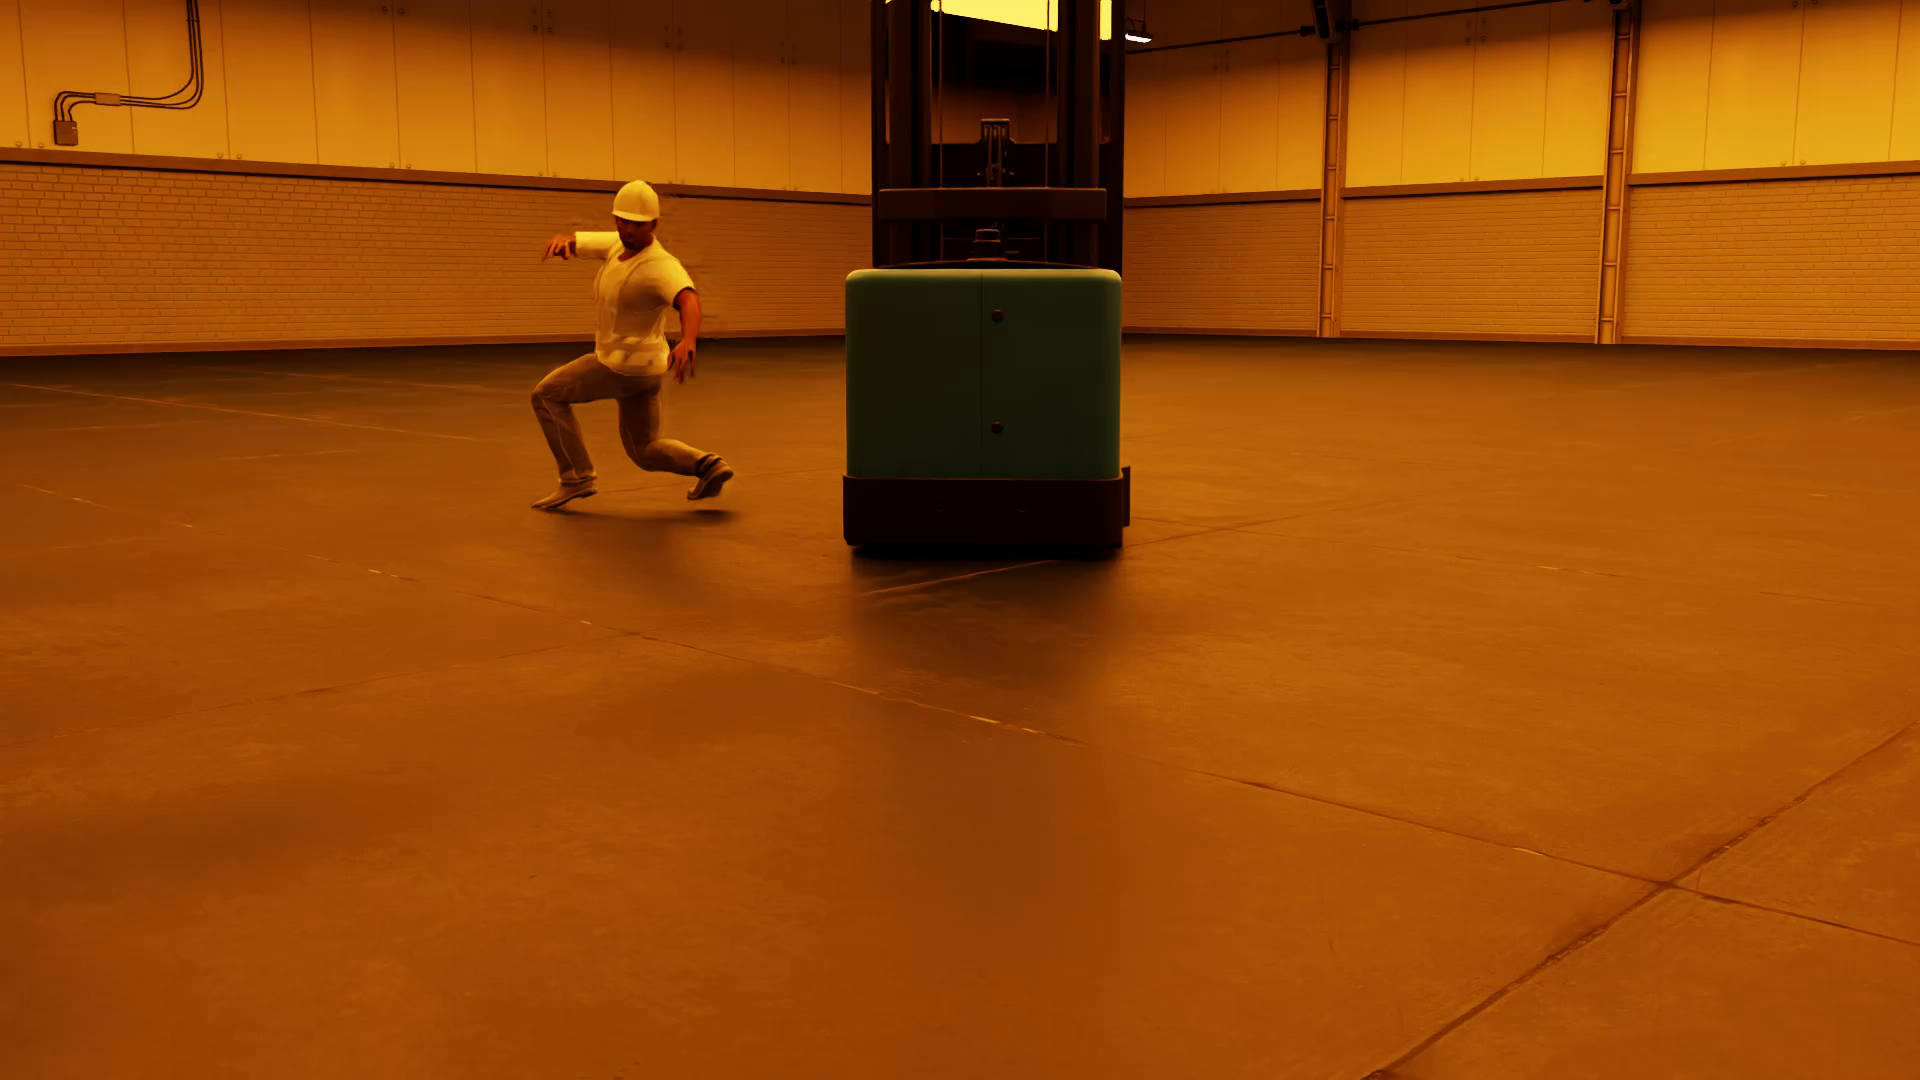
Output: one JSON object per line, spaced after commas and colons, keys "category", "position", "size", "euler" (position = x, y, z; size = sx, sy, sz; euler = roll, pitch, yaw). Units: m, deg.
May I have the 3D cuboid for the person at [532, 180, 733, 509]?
{"category": "person", "position": [-1.512, -0.840, 7.409], "size": [0.973, 1.502, 0.839], "euler": [1, 9, 5]}

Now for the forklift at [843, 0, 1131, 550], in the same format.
{"category": "forklift", "position": [0.180, -1.591, 7.439], "size": [1.130, 2.935, 3.031], "euler": [1, 9, 4]}
